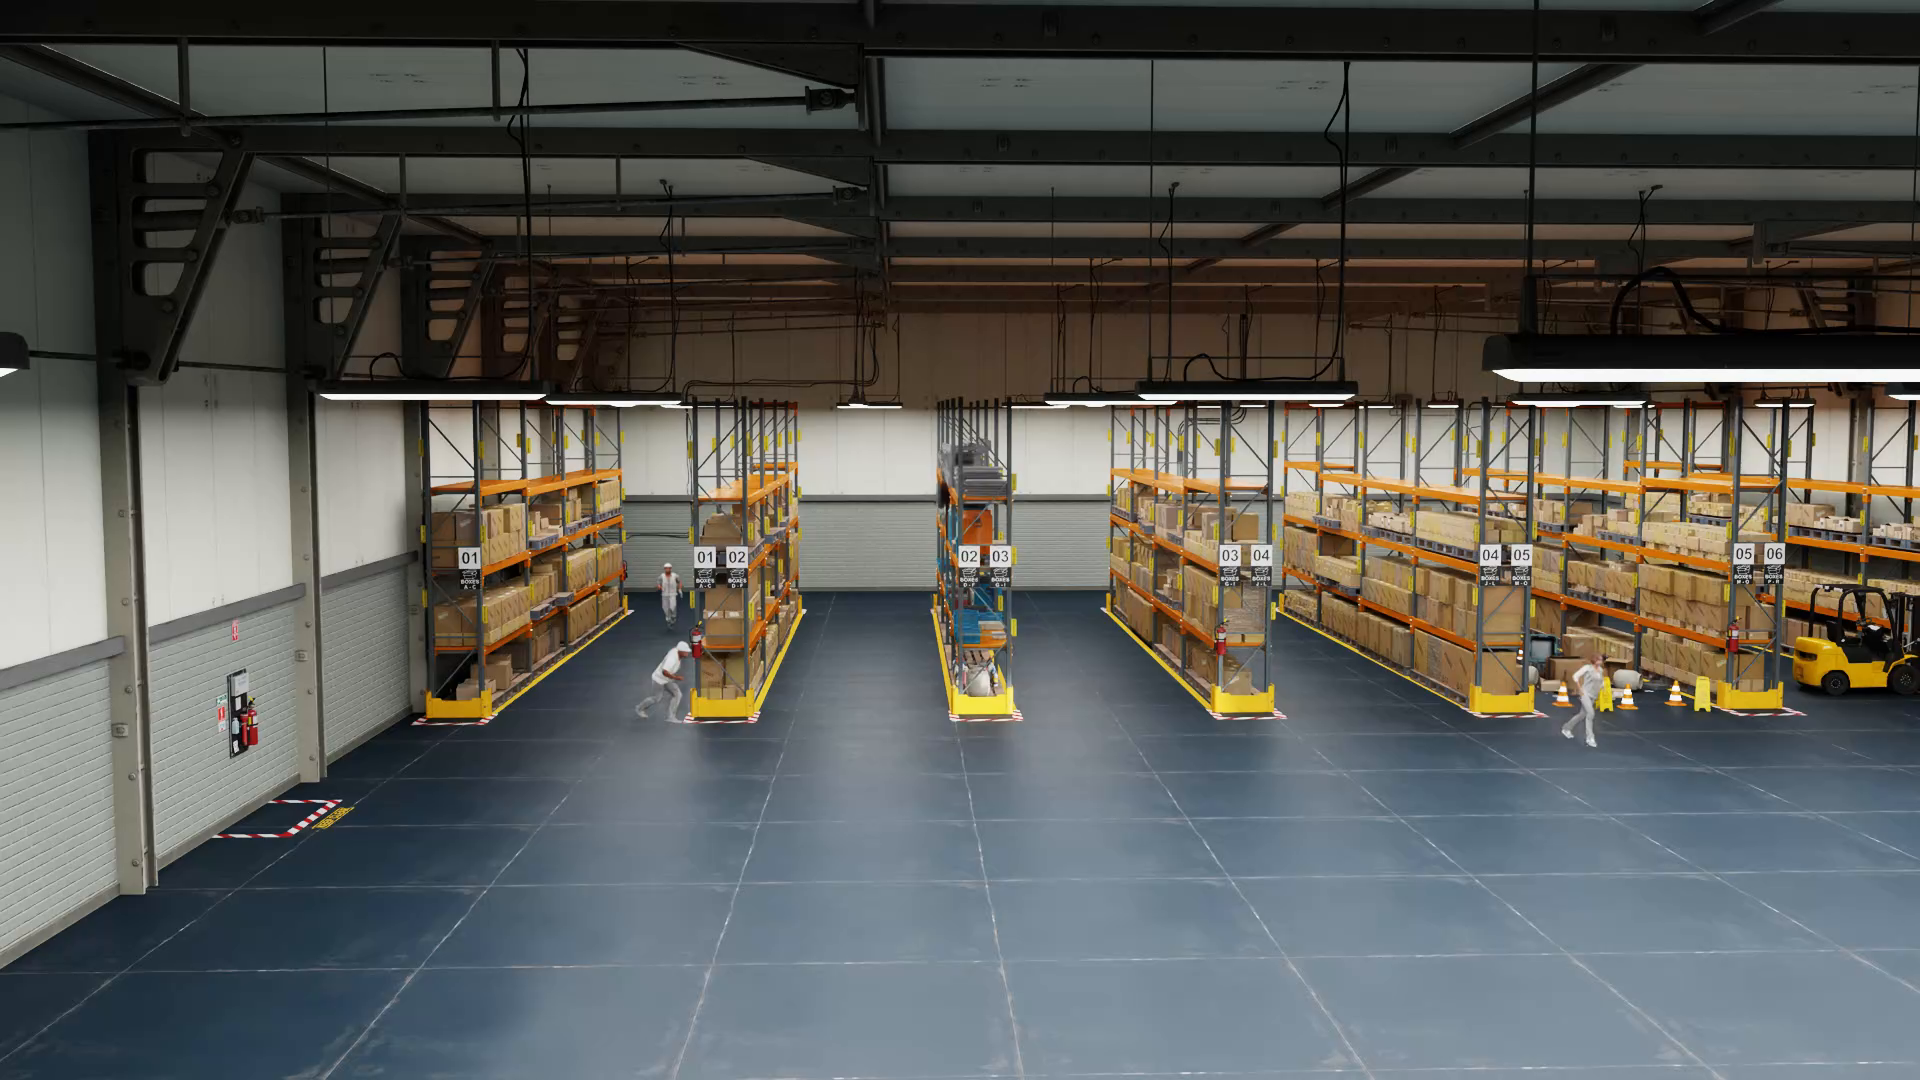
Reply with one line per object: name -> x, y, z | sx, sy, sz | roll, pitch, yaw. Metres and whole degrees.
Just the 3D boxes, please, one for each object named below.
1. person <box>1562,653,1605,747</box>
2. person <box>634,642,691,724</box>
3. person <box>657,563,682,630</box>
person -> 10.842, 2.713, 28.713 | 0.635, 1.549, 0.824 | -3, 5, -32
person -> -5.475, 2.611, 30.515 | 1.201, 1.541, 0.683 | 1, 5, 15
person -> -7.578, 1.482, 43.376 | 0.641, 1.766, 0.777 | 0, 4, -3
